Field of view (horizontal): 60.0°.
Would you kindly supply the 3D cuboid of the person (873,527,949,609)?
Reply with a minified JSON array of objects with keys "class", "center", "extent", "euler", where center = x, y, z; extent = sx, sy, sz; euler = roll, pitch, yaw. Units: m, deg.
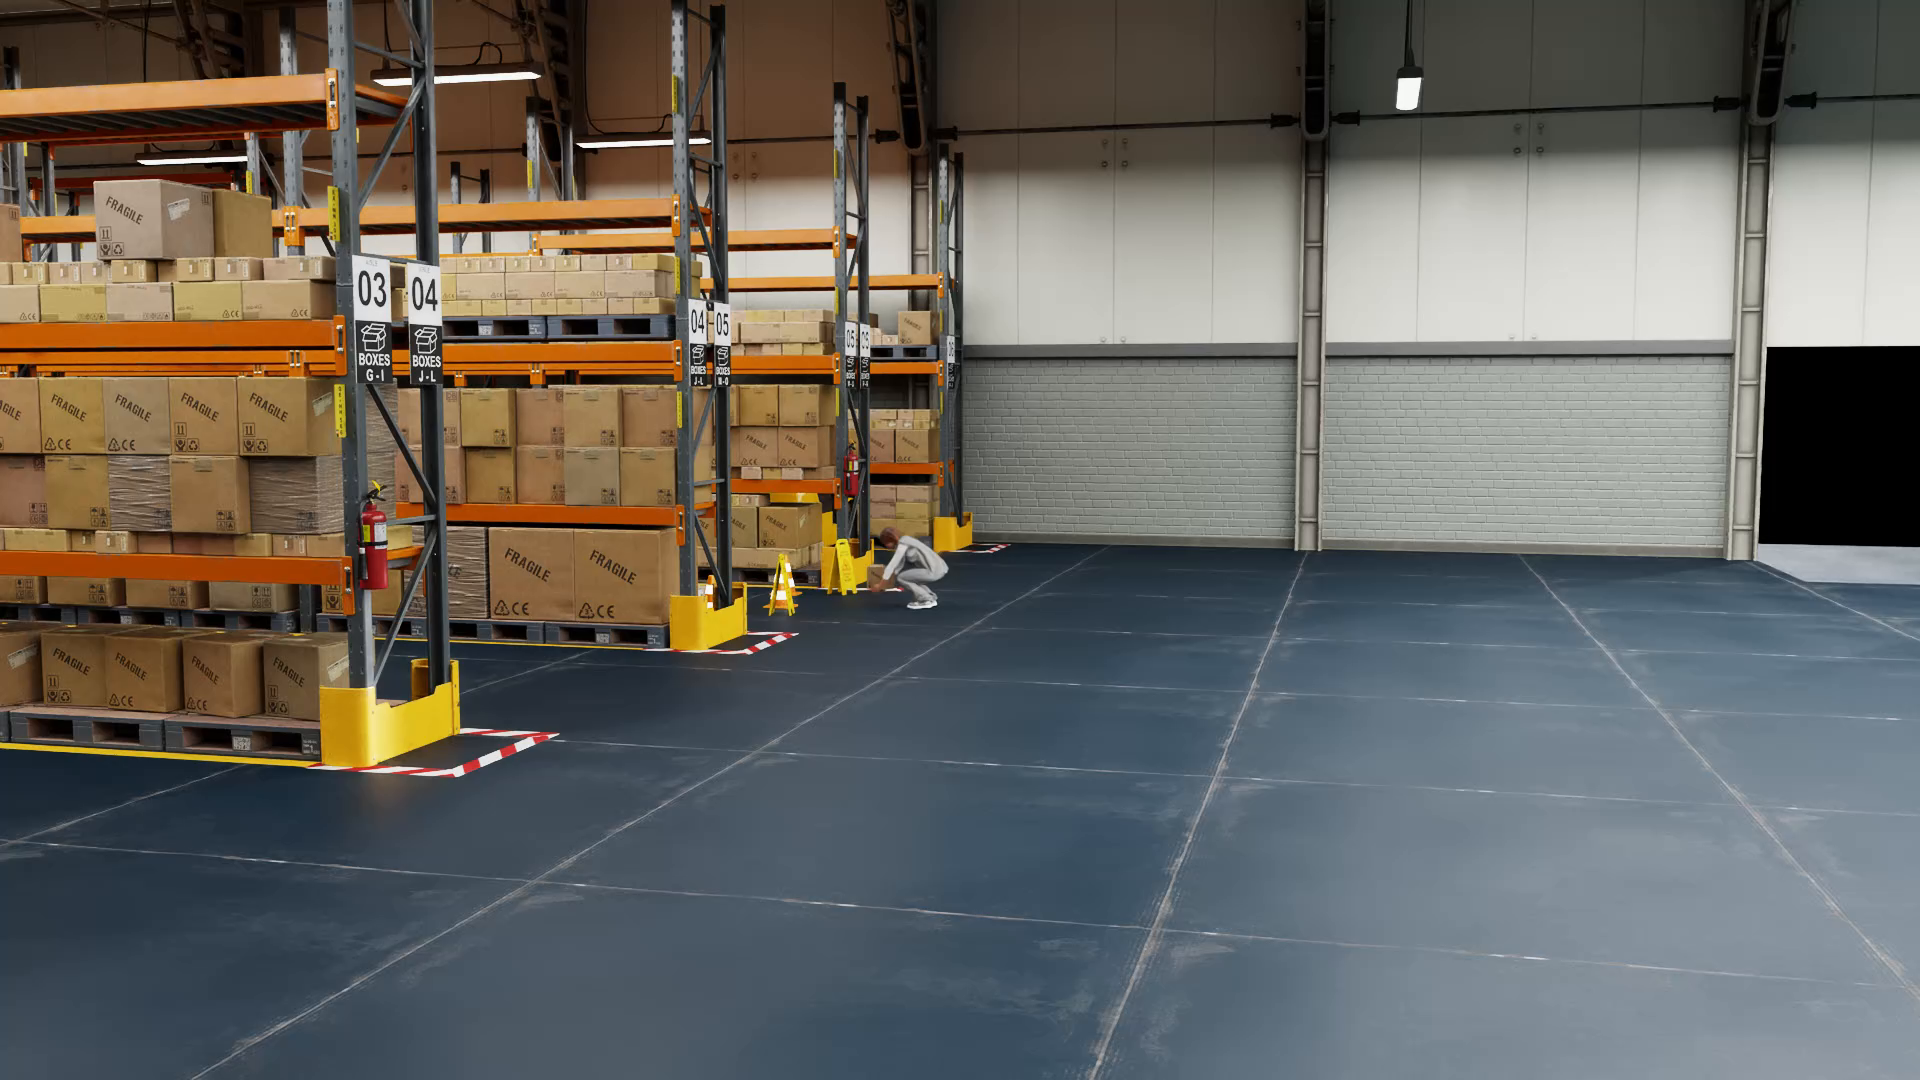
[{"class":"person","center":[-0.539,0.302,18.268],"extent":[0.817,0.888,0.445],"euler":[1,5,14]}]
